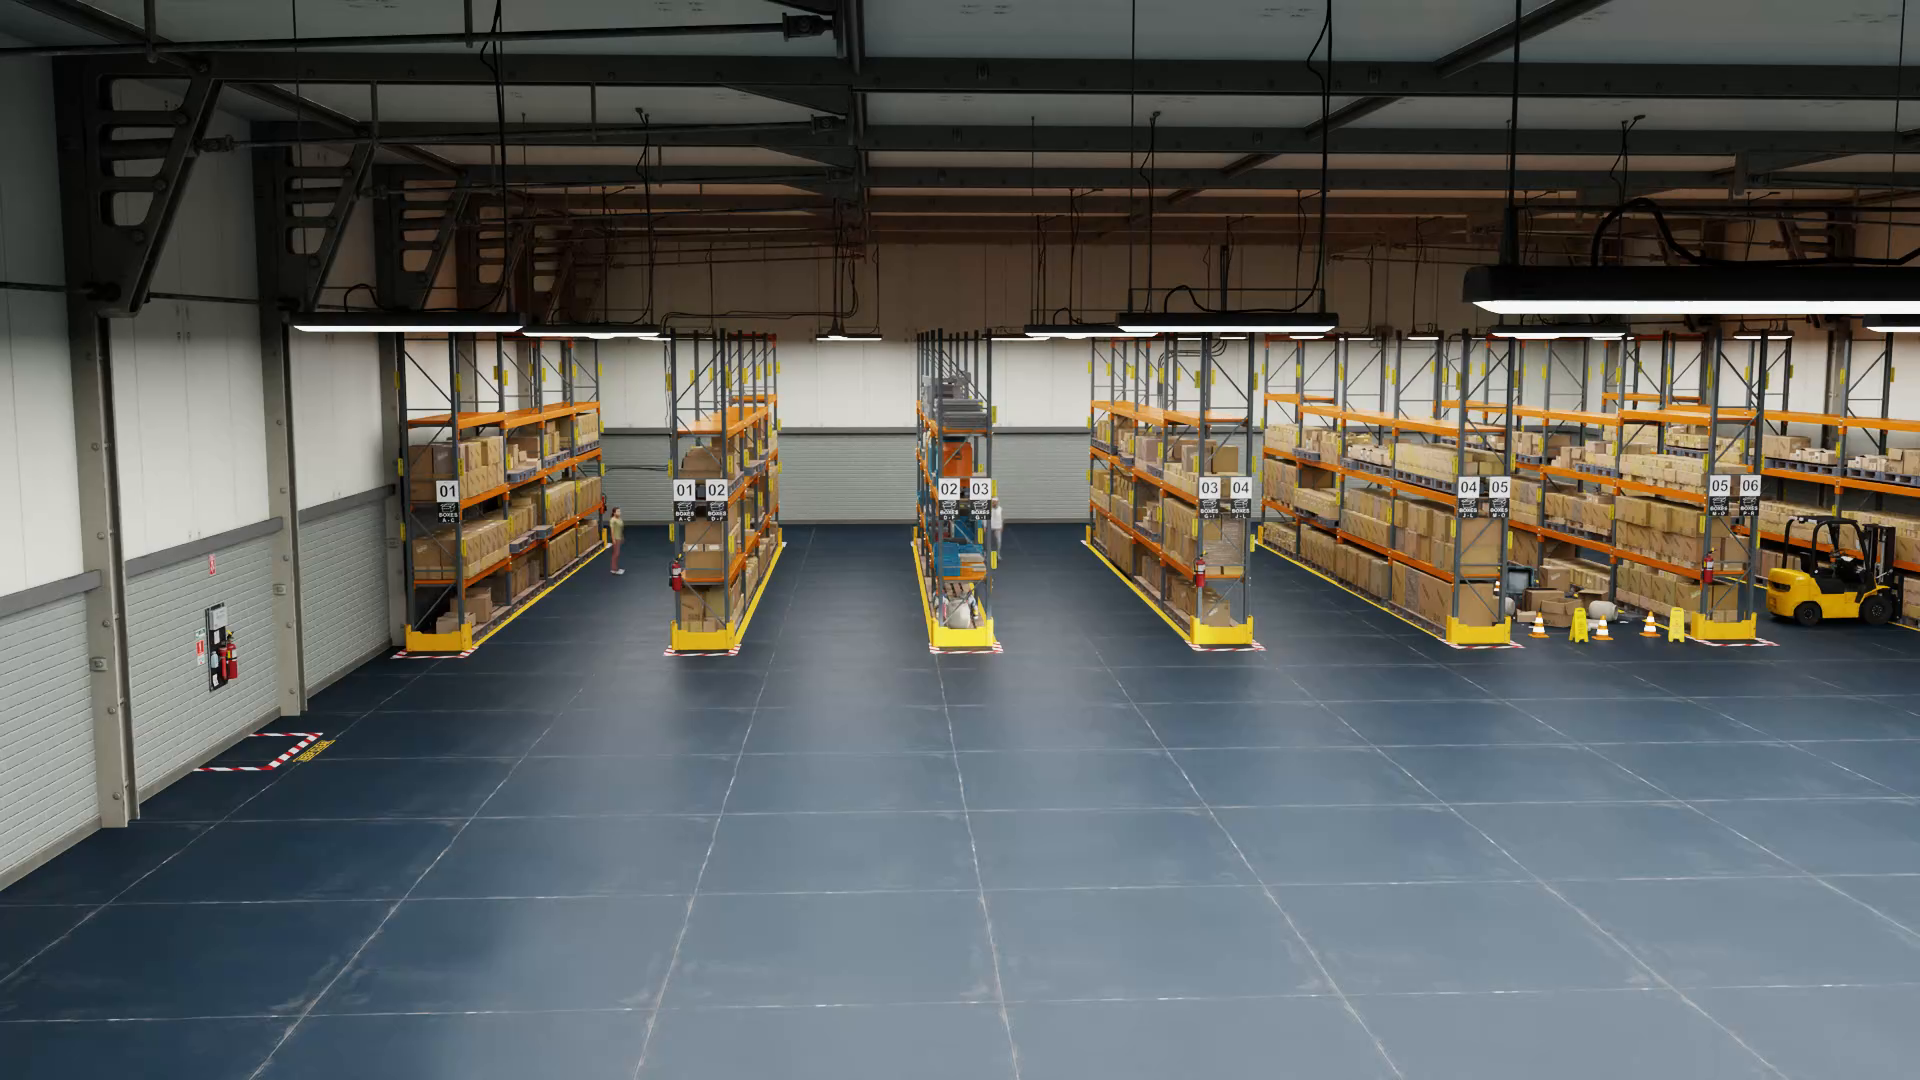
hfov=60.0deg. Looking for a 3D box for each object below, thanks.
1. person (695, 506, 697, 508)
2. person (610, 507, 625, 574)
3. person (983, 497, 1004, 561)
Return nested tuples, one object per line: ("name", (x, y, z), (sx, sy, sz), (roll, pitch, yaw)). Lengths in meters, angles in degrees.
("person", (-7.227, -0.621, 46.379), (0.574, 1.743, 1.066), (0, 7, -2))
("person", (-8.574, 0.011, 41.608), (0.351, 1.708, 0.460), (0, 7, 1))
("person", (0.902, -0.319, 44.046), (0.586, 1.740, 0.951), (-2, 7, -14))
